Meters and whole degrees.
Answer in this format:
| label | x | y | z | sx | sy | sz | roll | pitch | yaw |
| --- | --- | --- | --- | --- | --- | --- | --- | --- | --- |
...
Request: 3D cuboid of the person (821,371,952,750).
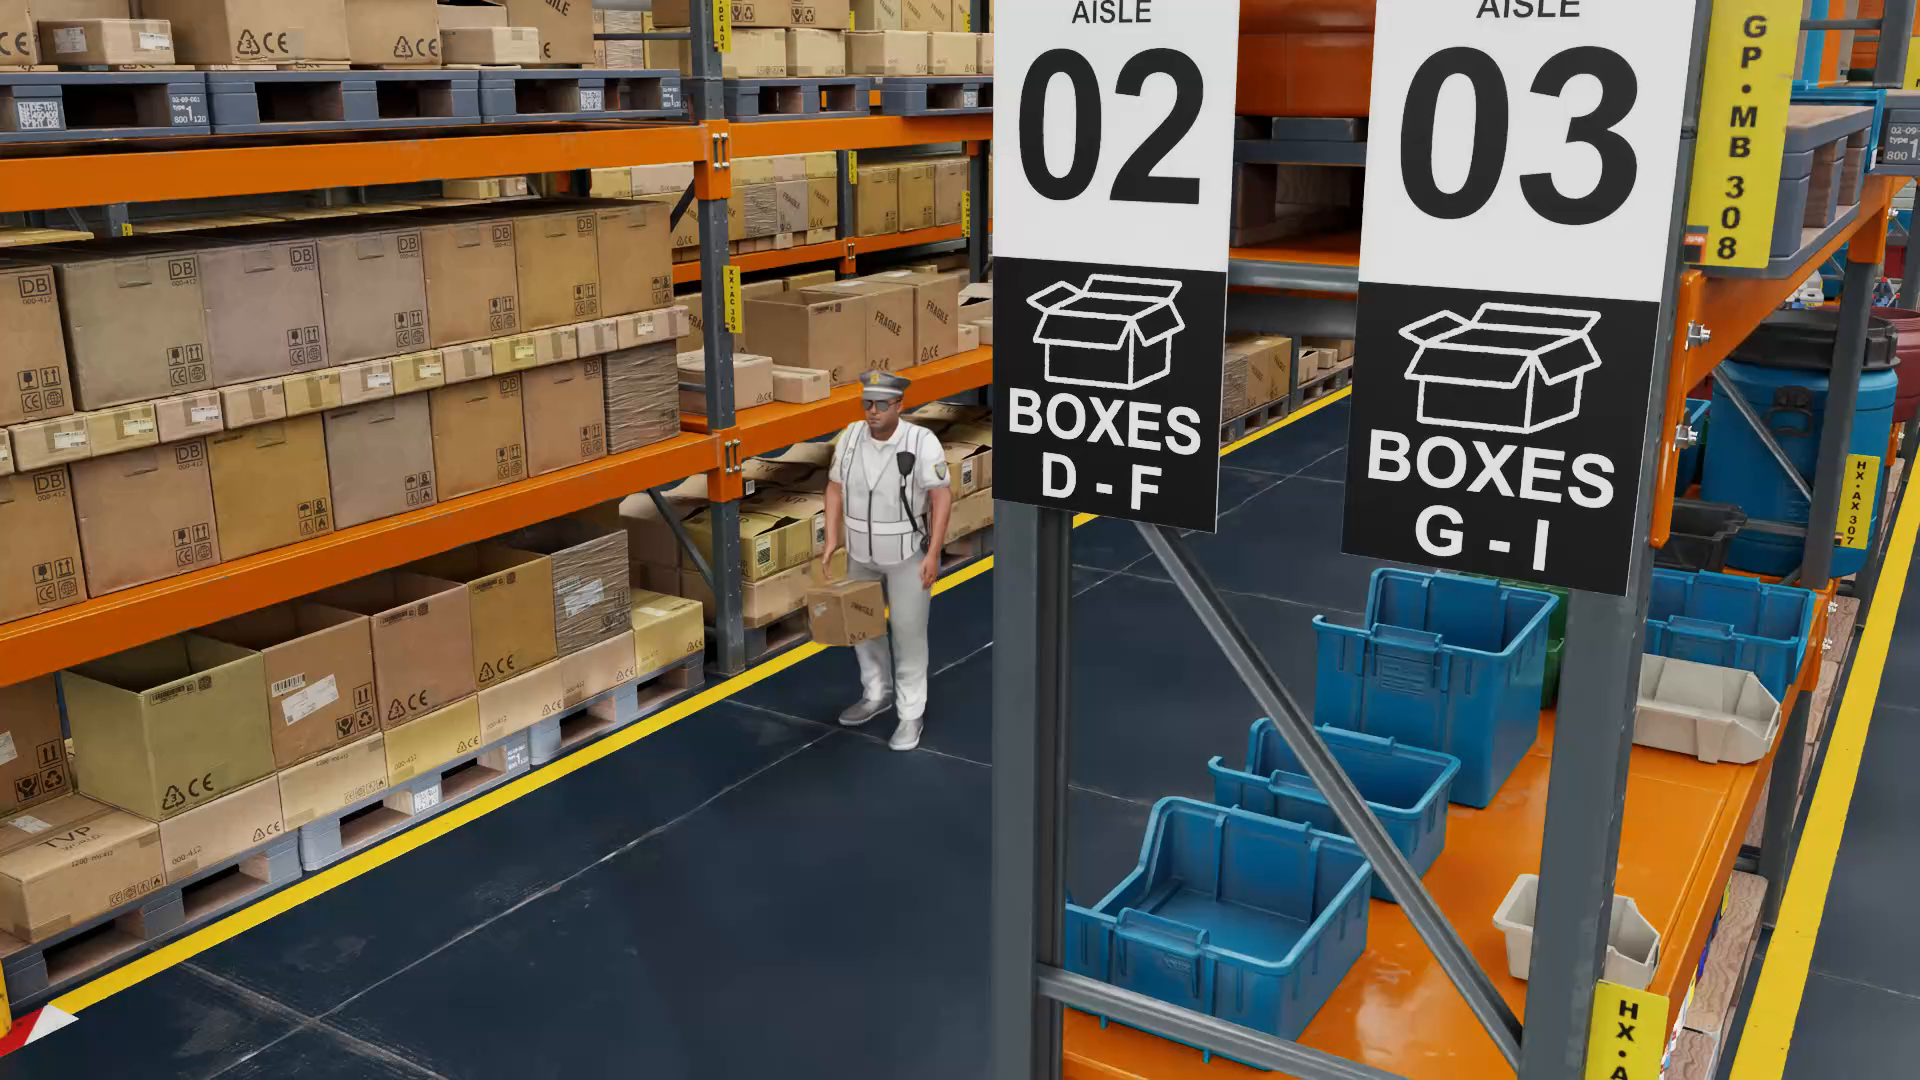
| label | x | y | z | sx | sy | sz | roll | pitch | yaw |
| --- | --- | --- | --- | --- | --- | --- | --- | --- | --- |
| person | -0.355 | 0.067 | 7.769 | 0.609 | 1.763 | 0.521 | 7 | 17 | 23 |
